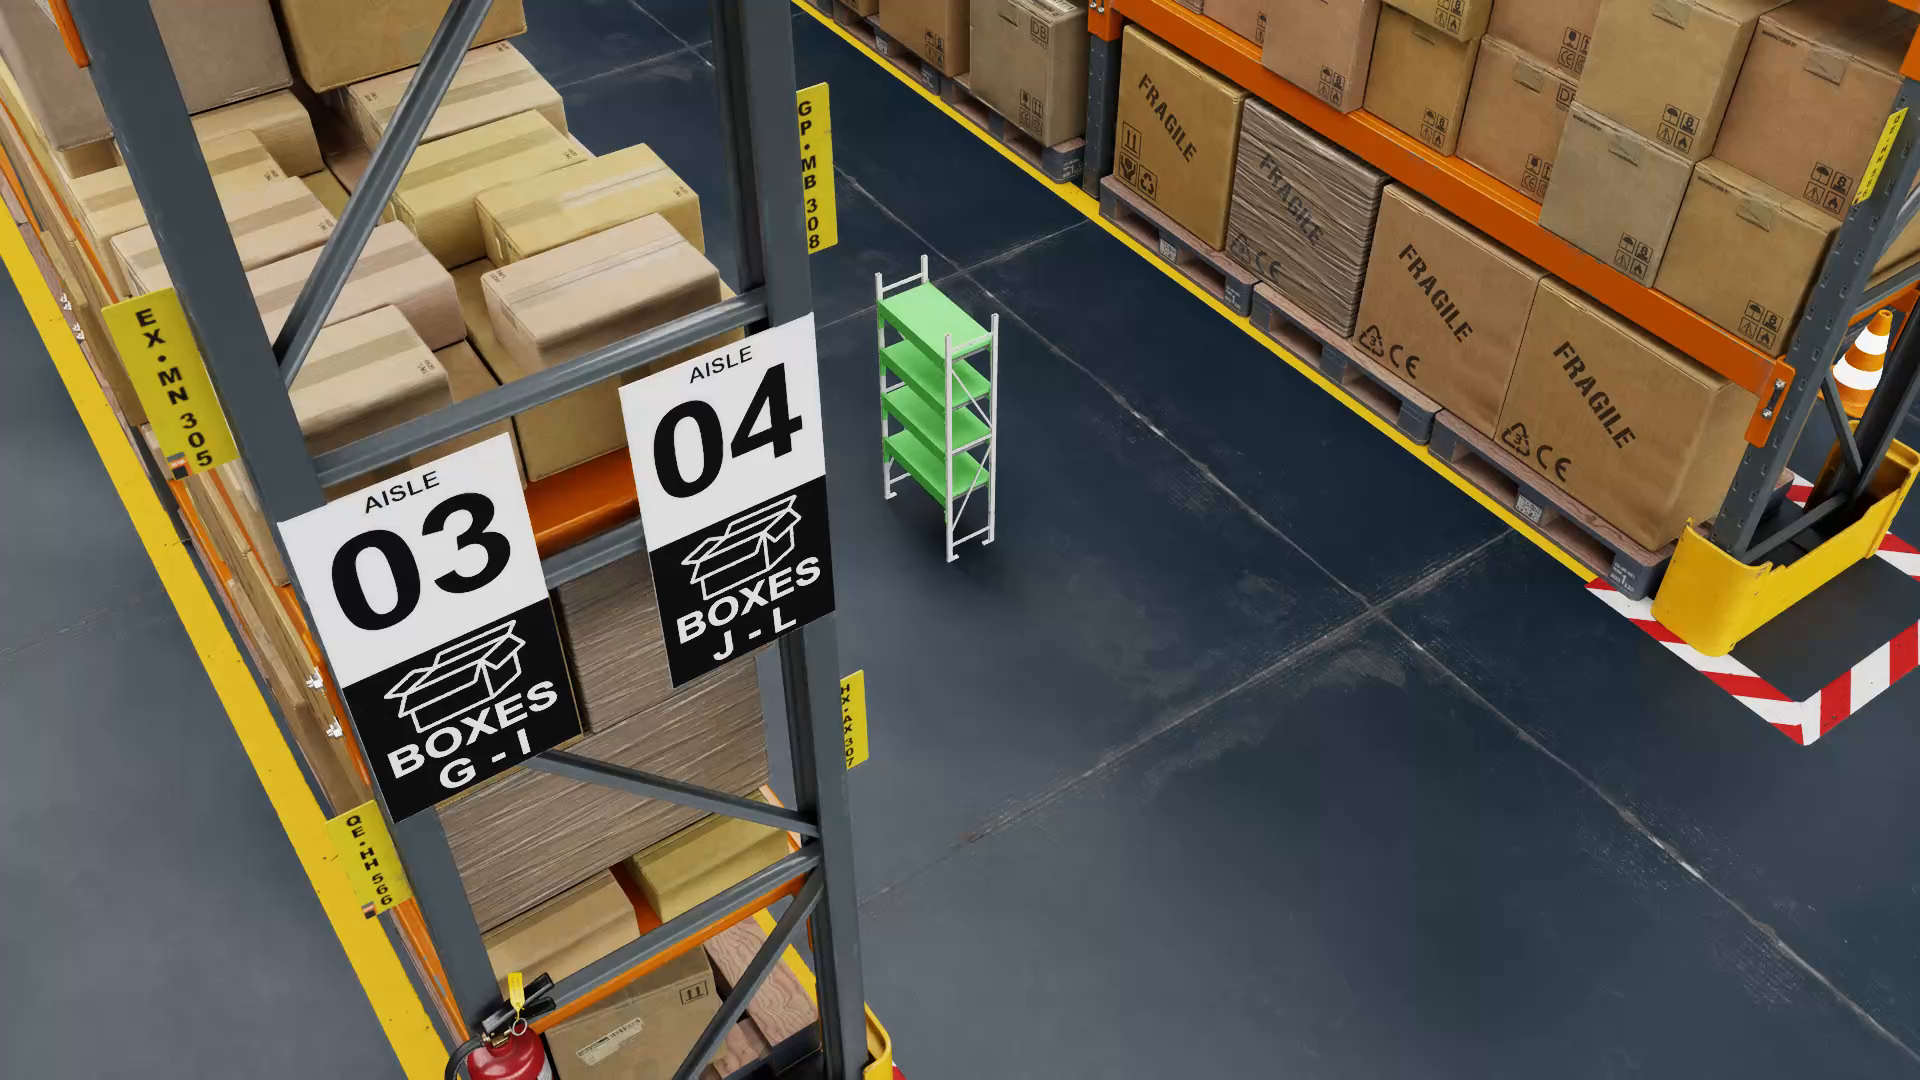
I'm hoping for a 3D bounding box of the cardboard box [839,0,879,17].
[{"bbox_3d":[-0.386,-3.929,10.509,1.050,0.750,0.750,-25,49,-24],"label":"cardboard box"}]

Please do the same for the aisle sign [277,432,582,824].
[{"bbox_3d":[-0.924,0.181,2.996,0.394,0.787,0.004,-26,49,-24],"label":"aisle sign"}]

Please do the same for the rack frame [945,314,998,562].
[{"bbox_3d":[0.045,-0.390,6.780,0.240,1.200,0.015,-26,49,-24],"label":"rack frame"}]

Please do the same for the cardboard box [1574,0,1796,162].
[{"bbox_3d":[2.842,-1.879,6.147,0.875,0.550,0.550,-26,49,-24],"label":"cardboard box"}]

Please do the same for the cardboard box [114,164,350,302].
[{"bbox_3d":[-1.485,-0.517,3.547,0.500,0.250,0.500,-25,49,-24],"label":"cardboard box"}]

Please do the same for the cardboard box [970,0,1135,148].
[{"bbox_3d":[0.695,-2.854,9.383,1.050,0.750,0.750,-26,49,-25],"label":"cardboard box"}]

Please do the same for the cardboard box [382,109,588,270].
[{"bbox_3d":[-0.996,-0.734,3.485,0.380,0.149,0.250,-27,50,-25],"label":"cardboard box"}]

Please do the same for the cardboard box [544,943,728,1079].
[{"bbox_3d":[-1.057,1.360,5.150,0.500,0.500,0.500,-17,46,-17],"label":"cardboard box"}]

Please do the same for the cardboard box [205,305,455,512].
[{"bbox_3d":[-1.128,-0.241,2.969,0.380,0.149,0.250,-26,49,-24],"label":"cardboard box"}]

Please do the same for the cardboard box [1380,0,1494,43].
[{"bbox_3d":[2.223,-2.499,6.796,0.875,0.550,0.500,-26,49,-24],"label":"cardboard box"}]

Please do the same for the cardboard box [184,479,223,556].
[{"bbox_3d":[-1.917,-0.322,5.118,0.875,0.500,0.500,-26,49,-24],"label":"cardboard box"}]

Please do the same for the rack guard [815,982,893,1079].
[{"bbox_3d":[-0.757,1.829,4.963,1.175,0.500,0.348,-26,49,-24],"label":"rack guard"}]

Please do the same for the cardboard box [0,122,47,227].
[{"bbox_3d":[-2.953,-1.447,5.573,0.500,0.500,0.500,-26,49,-24],"label":"cardboard box"}]

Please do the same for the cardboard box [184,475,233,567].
[{"bbox_3d":[-1.805,-0.316,4.388,0.500,0.500,0.500,-26,49,-24],"label":"cardboard box"}]

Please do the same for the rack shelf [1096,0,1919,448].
[{"bbox_3d":[2.269,-1.807,7.482,1.077,0.370,4.000,-26,49,-24],"label":"rack shelf"}]

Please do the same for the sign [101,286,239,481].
[{"bbox_3d":[-1.180,-0.229,2.495,0.100,0.325,0.005,-26,49,-24],"label":"sign"}]

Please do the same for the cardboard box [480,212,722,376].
[{"bbox_3d":[-0.681,-0.454,3.192,0.380,0.149,0.250,-26,49,-25],"label":"cardboard box"}]

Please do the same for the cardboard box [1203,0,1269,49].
[{"bbox_3d":[1.678,-2.747,7.837,0.875,0.550,0.550,-26,49,-24],"label":"cardboard box"}]

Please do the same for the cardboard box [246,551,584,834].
[{"bbox_3d":[-1.231,0.249,3.796,0.500,0.500,0.500,-26,49,-24],"label":"cardboard box"}]

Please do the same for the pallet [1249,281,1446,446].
[{"bbox_3d":[2.197,-1.038,8.175,1.003,0.211,1.213,-26,49,-24],"label":"pallet"}]

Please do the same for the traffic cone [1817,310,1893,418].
[{"bbox_3d":[4.274,-0.878,7.826,0.336,0.463,0.334,-26,49,-24],"label":"traffic cone"}]

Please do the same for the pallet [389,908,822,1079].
[{"bbox_3d":[-1.193,1.460,5.559,1.003,0.211,1.213,-26,49,-24],"label":"pallet"}]

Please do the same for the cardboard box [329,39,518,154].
[{"bbox_3d":[-1.229,-1.055,3.822,0.380,0.149,0.250,-26,49,-25],"label":"cardboard box"}]

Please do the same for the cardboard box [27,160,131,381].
[{"bbox_3d":[-2.380,-0.882,4.980,0.500,0.500,0.500,-26,49,-24],"label":"cardboard box"}]

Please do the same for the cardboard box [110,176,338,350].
[{"bbox_3d":[-1.427,-0.546,3.288,0.380,0.149,0.250,-28,50,-26],"label":"cardboard box"}]

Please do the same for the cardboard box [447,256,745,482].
[{"bbox_3d":[-0.777,-0.438,3.463,0.500,0.250,0.500,-24,49,-23],"label":"cardboard box"}]

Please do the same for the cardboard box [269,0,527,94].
[{"bbox_3d":[-1.341,-1.389,3.701,0.500,0.500,0.500,-26,49,-25],"label":"cardboard box"}]

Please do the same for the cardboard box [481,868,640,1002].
[{"bbox_3d":[-1.046,0.979,4.225,0.380,0.149,0.250,-26,49,-24],"label":"cardboard box"}]

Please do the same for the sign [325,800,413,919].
[{"bbox_3d":[-1.180,0.643,3.328,0.100,0.325,0.005,-26,49,-24],"label":"sign"}]

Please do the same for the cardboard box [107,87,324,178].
[{"bbox_3d":[-1.630,-0.868,3.626,0.380,0.149,0.250,-25,49,-24],"label":"cardboard box"}]

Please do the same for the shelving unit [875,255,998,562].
[{"bbox_3d":[-0.095,-0.528,6.925,0.258,1.200,0.503,-26,49,-24],"label":"shelving unit"}]

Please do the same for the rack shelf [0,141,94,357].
[{"bbox_3d":[-4.146,-2.170,7.863,1.077,0.370,4.000,-26,49,-24],"label":"rack shelf"}]

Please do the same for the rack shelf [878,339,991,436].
[{"bbox_3d":[-0.095,-0.655,6.803,0.258,0.148,0.480,-26,49,-24],"label":"rack shelf"}]

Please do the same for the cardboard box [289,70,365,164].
[{"bbox_3d":[-1.357,-1.009,4.062,0.500,0.250,0.500,-26,49,-25],"label":"cardboard box"}]

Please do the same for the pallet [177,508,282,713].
[{"bbox_3d":[-2.588,0.078,7.007,1.003,0.211,1.213,-26,49,-24],"label":"pallet"}]

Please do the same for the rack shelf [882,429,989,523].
[{"bbox_3d":[-0.095,-0.308,7.135,0.258,0.148,0.480,-26,49,-24],"label":"rack shelf"}]

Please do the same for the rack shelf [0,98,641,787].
[{"bbox_3d":[-1.857,-0.989,4.454,1.077,0.370,4.000,-26,49,-24],"label":"rack shelf"}]

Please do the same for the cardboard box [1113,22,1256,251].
[{"bbox_3d":[1.427,-2.199,8.607,0.875,0.875,0.875,-25,49,-24],"label":"cardboard box"}]

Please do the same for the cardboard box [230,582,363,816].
[{"bbox_3d":[-1.390,0.266,4.502,0.875,0.500,0.500,-26,49,-24],"label":"cardboard box"}]

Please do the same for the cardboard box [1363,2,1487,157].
[{"bbox_3d":[2.276,-2.134,7.195,0.875,0.550,0.500,-26,49,-24],"label":"cardboard box"}]

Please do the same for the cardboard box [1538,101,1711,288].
[{"bbox_3d":[2.831,-1.483,6.514,0.875,0.550,0.550,-26,49,-24],"label":"cardboard box"}]

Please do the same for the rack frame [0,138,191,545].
[{"bbox_3d":[-3.002,-1.297,6.428,1.000,3.000,0.127,-26,49,-24],"label":"rack frame"}]

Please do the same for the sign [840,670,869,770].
[{"bbox_3d":[-0.268,0.441,3.980,0.100,0.325,0.005,-26,49,-24],"label":"sign"}]

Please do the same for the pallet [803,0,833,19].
[{"bbox_3d":[-0.775,-3.980,11.257,1.003,0.211,1.213,-26,49,-24],"label":"pallet"}]

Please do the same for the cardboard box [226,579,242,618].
[{"bbox_3d":[-1.990,0.171,5.071,0.380,0.149,0.250,-26,49,-24],"label":"cardboard box"}]

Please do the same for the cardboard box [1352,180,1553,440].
[{"bbox_3d":[2.465,-1.173,7.532,0.875,0.875,0.875,-26,50,-25],"label":"cardboard box"}]

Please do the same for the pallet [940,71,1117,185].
[{"bbox_3d":[0.621,-2.598,9.810,1.003,0.211,1.213,-26,49,-24],"label":"pallet"}]

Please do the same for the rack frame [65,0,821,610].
[{"bbox_3d":[-0.713,-1.202,1.983,1.000,3.000,0.127,-26,49,-24],"label":"rack frame"}]

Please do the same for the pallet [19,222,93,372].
[{"bbox_3d":[-4.150,-1.421,8.576,1.003,0.211,1.213,-26,49,-24],"label":"pallet"}]

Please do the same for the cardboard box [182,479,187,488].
[{"bbox_3d":[-2.390,-0.268,5.531,0.380,0.149,0.250,-26,49,-24],"label":"cardboard box"}]

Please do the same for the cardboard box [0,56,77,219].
[{"bbox_3d":[-2.064,-1.093,4.150,0.500,0.250,0.500,-27,50,-25],"label":"cardboard box"}]

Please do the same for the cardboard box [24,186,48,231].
[{"bbox_3d":[-2.795,-1.162,5.998,0.875,0.500,0.500,-26,49,-24],"label":"cardboard box"}]

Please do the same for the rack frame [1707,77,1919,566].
[{"bbox_3d":[3.413,-0.934,6.047,1.000,3.000,0.127,-26,49,-24],"label":"rack frame"}]
